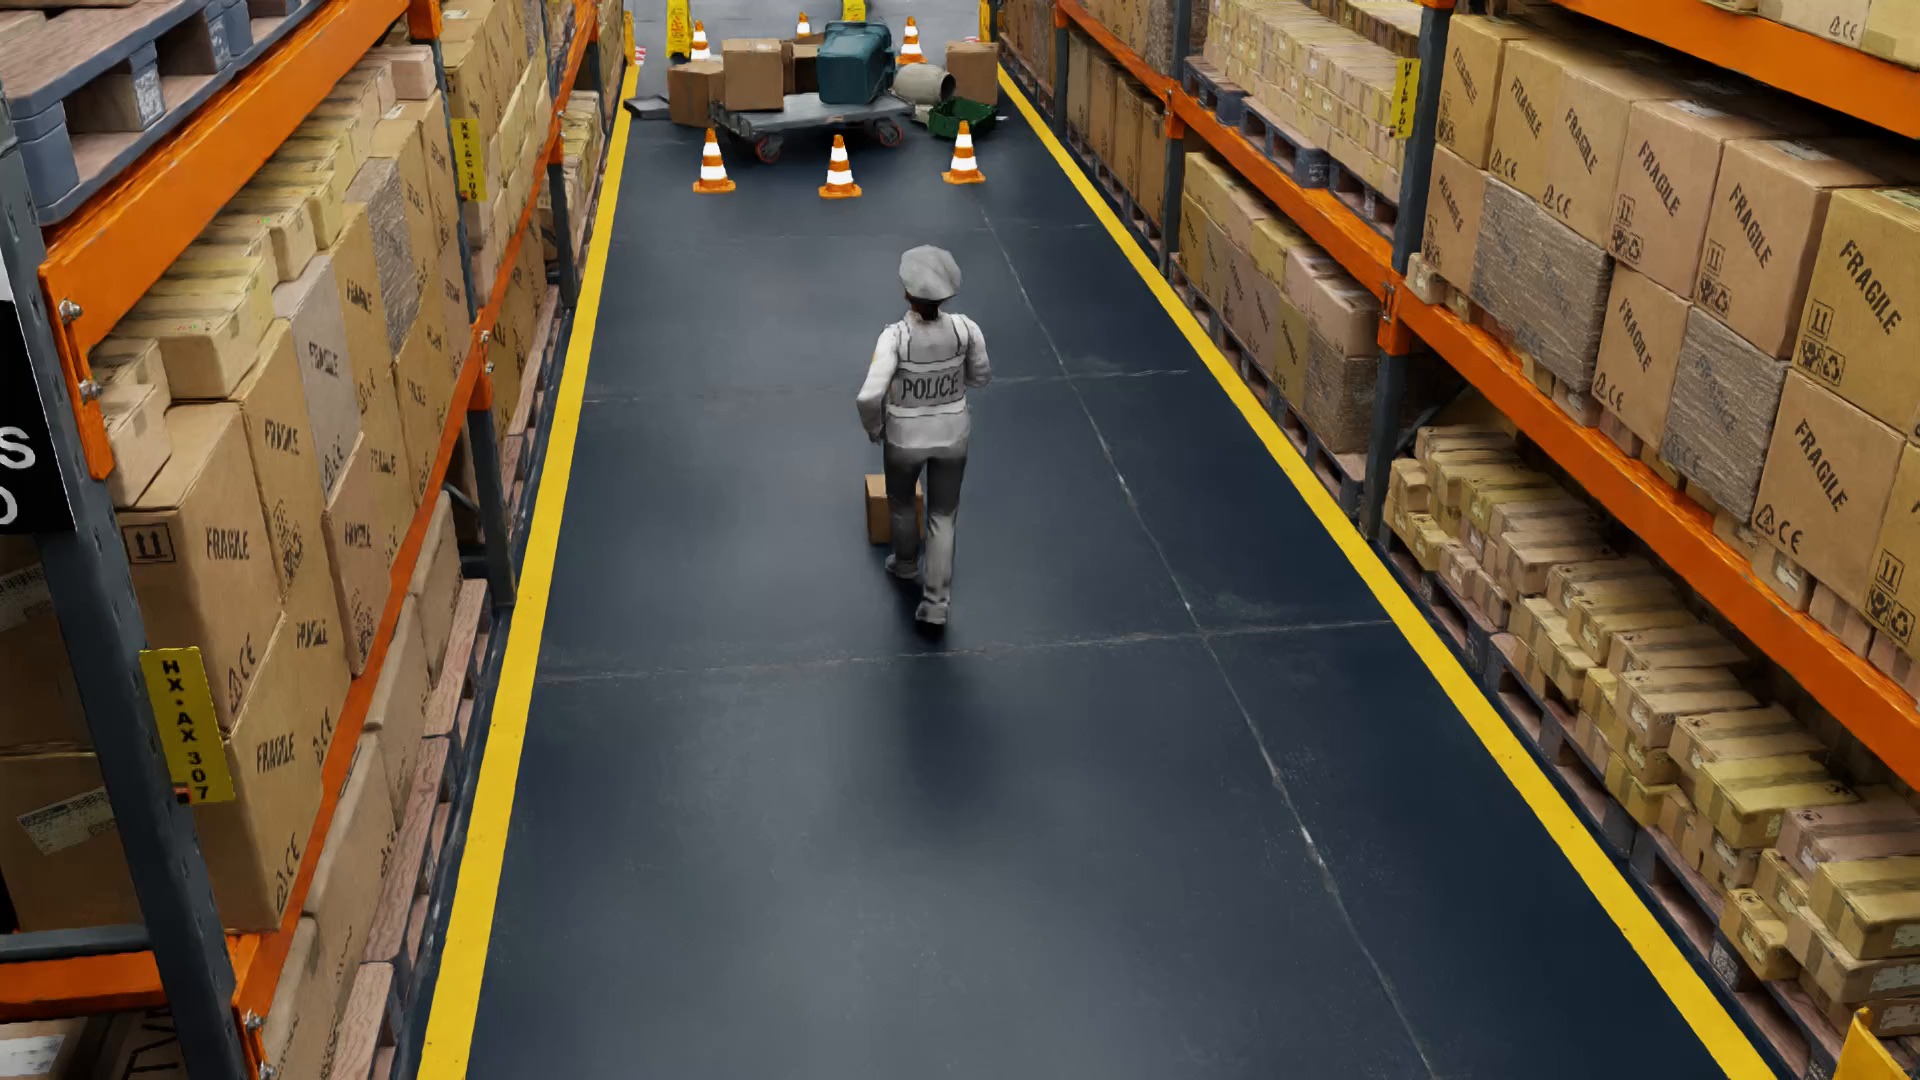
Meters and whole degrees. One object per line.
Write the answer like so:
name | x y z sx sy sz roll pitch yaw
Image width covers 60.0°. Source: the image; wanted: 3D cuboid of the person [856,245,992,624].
person | -0.162 -0.470 6.995 0.573 1.679 0.807 -3 27 -6
